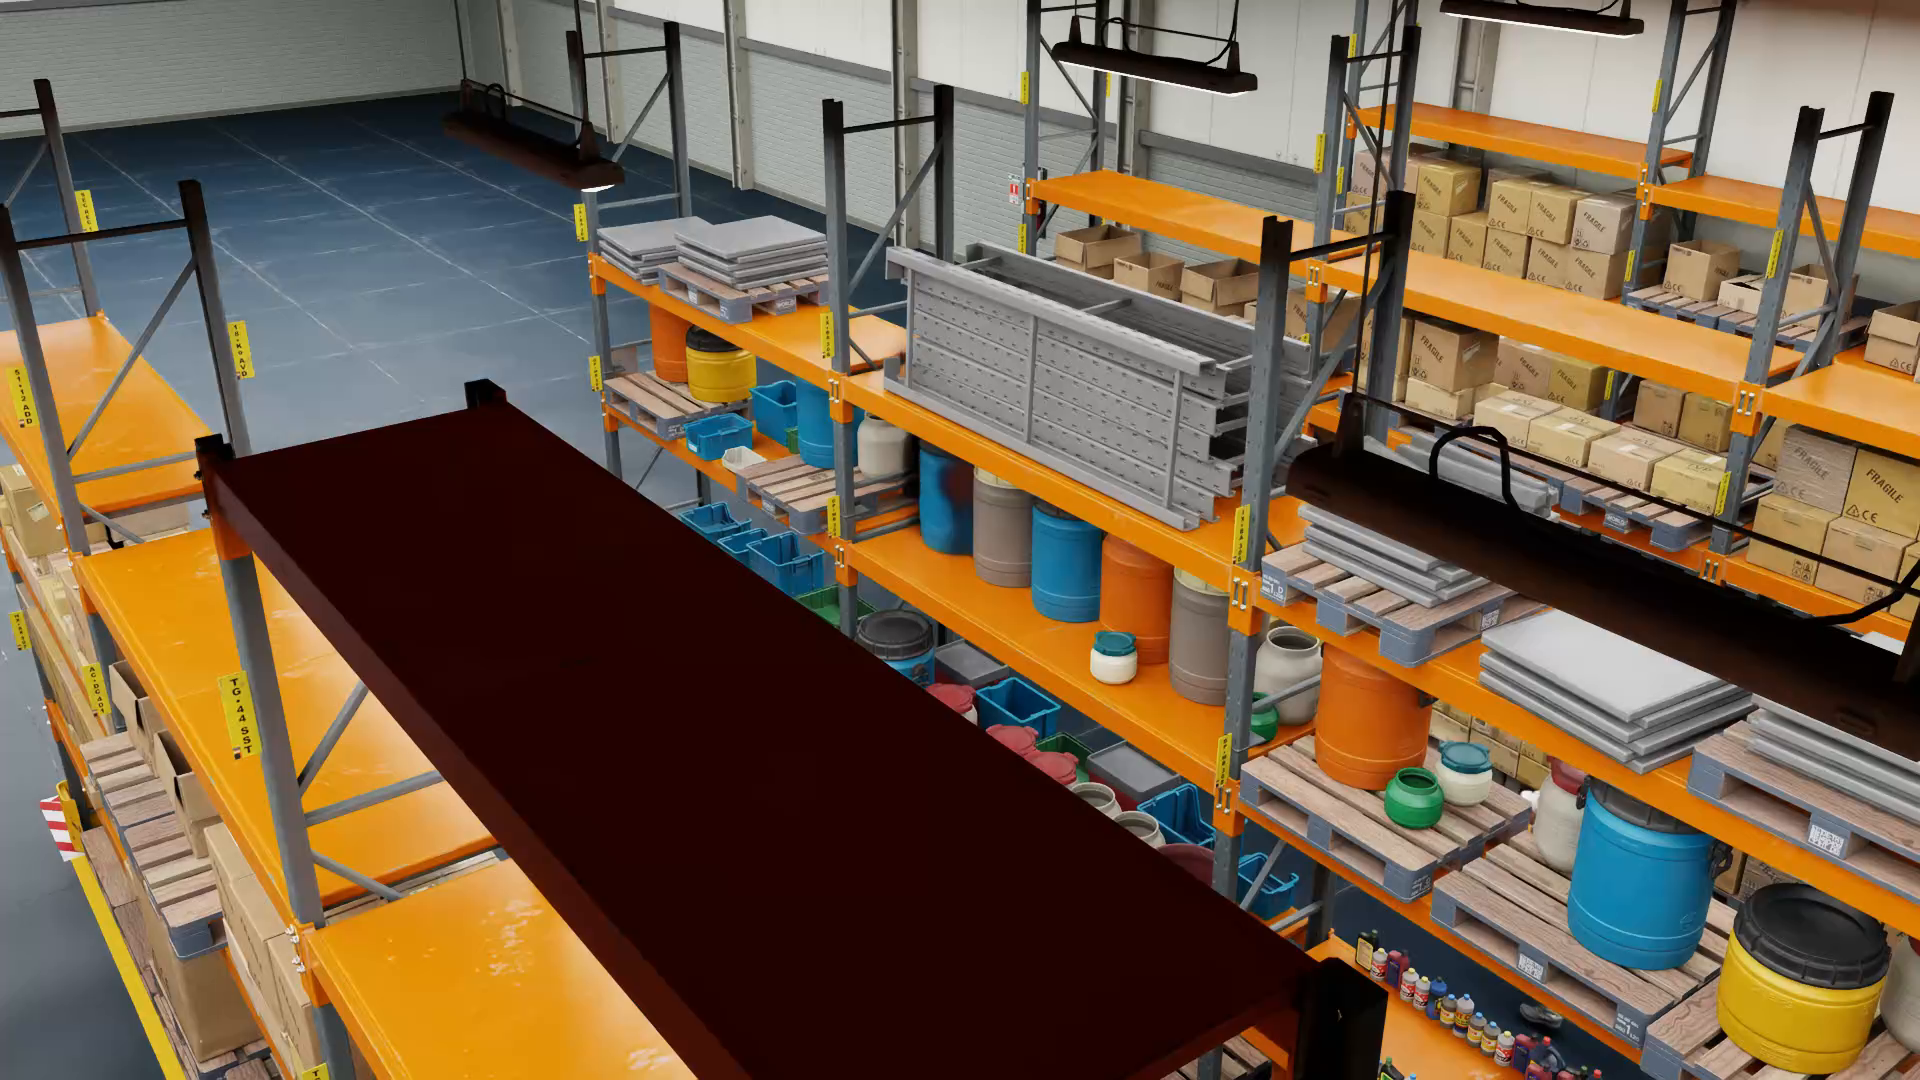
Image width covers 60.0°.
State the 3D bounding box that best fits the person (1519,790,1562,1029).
[{"bbox_3d":[3.853,2.441,11.557,0.620,1.710,1.055,-19,31,-35],"label":"person"}]
